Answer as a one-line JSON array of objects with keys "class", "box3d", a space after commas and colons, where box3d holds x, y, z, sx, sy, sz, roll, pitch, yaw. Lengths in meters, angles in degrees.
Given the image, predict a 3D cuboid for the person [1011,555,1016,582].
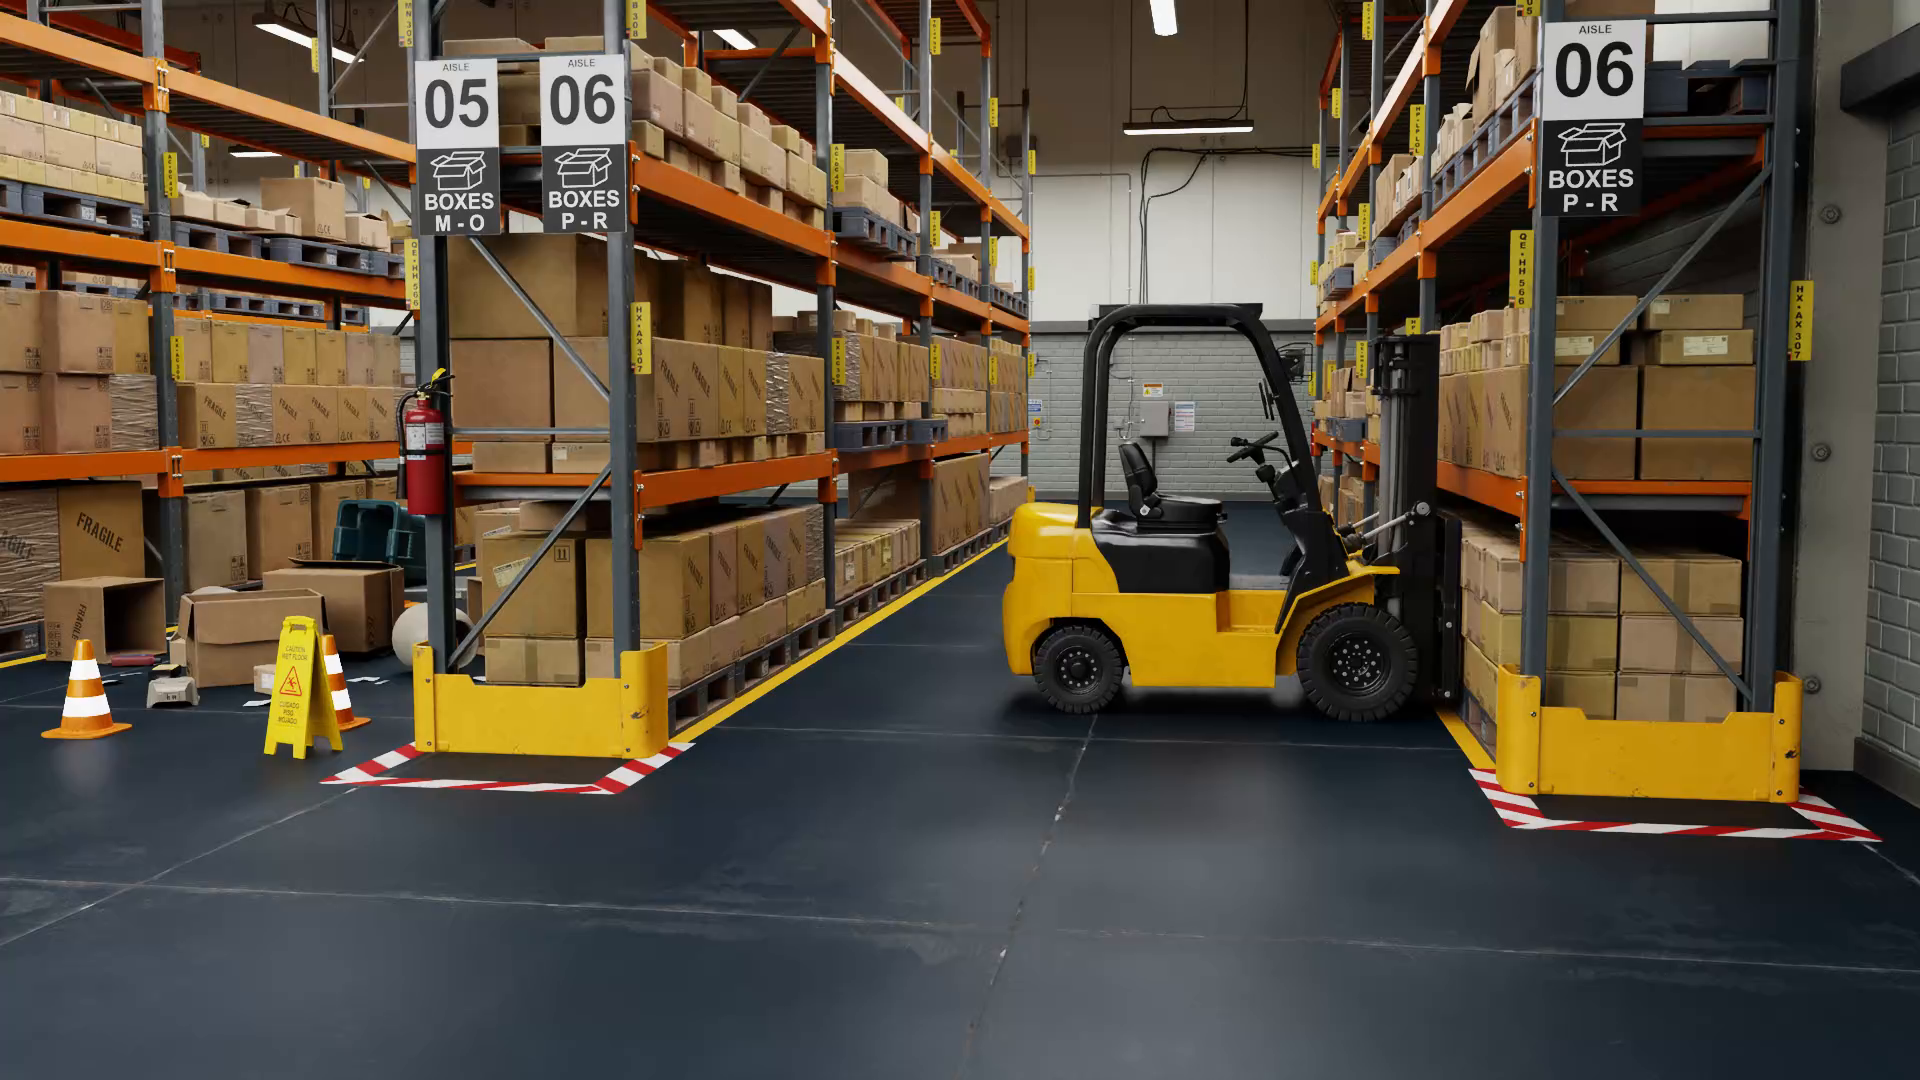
[{"class": "person", "box3d": [0.584, 0.300, 11.747, 0.453, 0.813, 0.901, 1, 5, 7]}]
